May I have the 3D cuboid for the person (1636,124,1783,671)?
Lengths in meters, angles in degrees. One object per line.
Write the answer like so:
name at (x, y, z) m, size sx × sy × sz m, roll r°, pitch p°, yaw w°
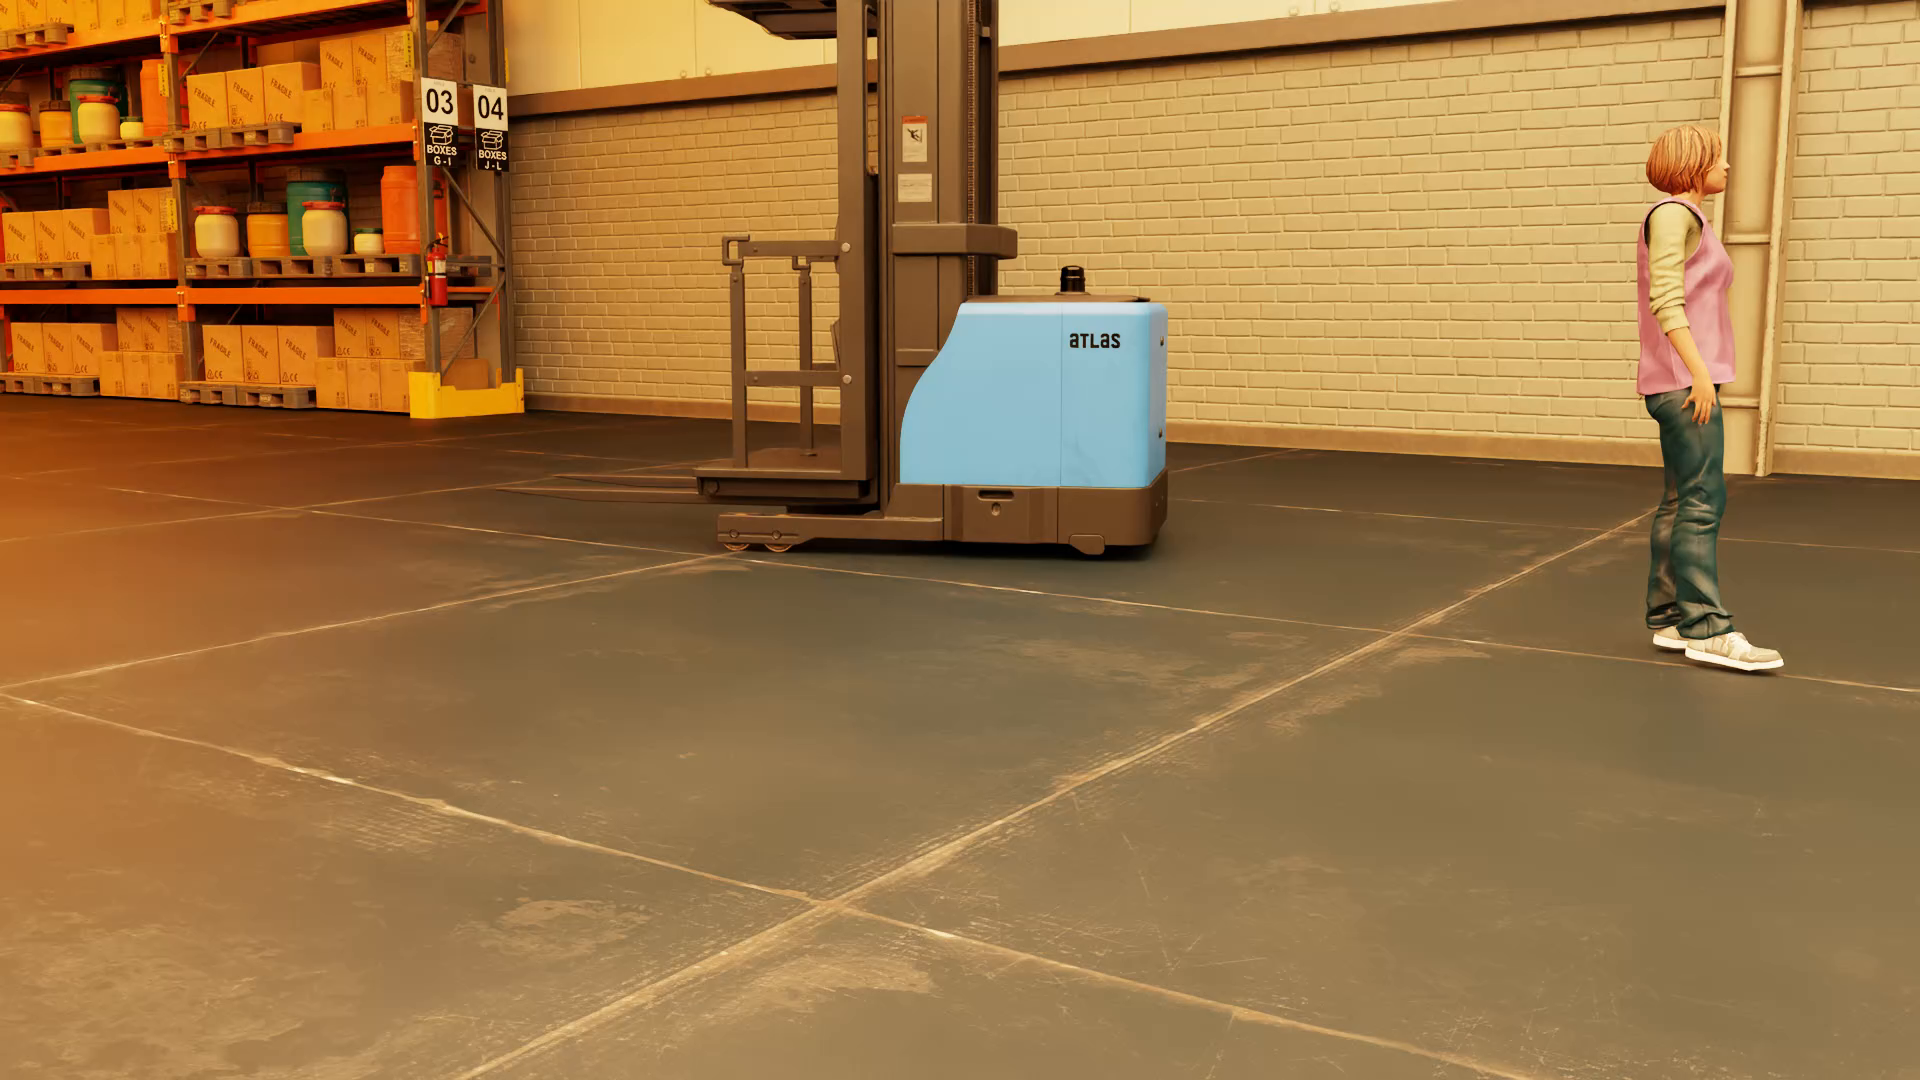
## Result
person at (2.275, -0.445, 5.012) m, size 0.473 × 1.599 × 0.521 m, roll 4°, pitch 9°, yaw 26°

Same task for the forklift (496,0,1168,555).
forklift at (-0.596, -1.469, 7.520) m, size 3.031 × 2.935 × 1.130 m, roll 2°, pitch 8°, yaw 12°
